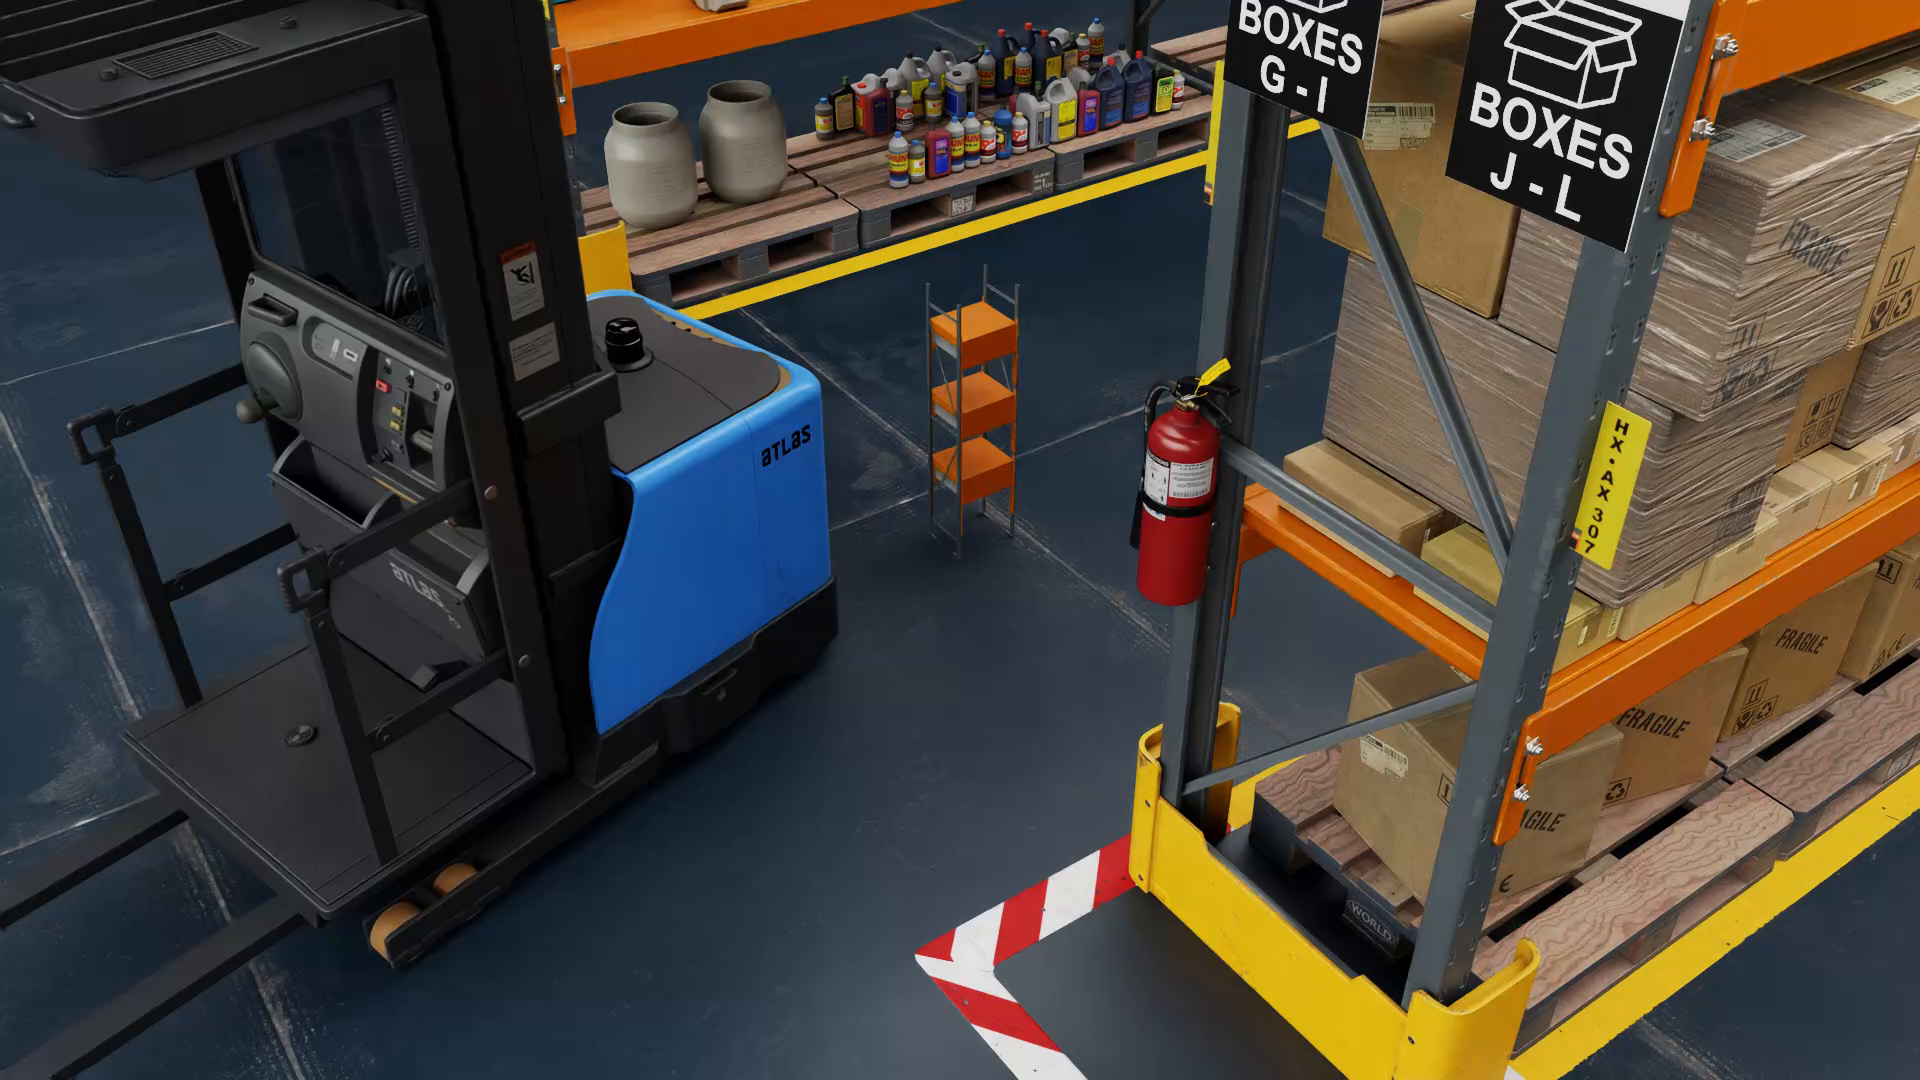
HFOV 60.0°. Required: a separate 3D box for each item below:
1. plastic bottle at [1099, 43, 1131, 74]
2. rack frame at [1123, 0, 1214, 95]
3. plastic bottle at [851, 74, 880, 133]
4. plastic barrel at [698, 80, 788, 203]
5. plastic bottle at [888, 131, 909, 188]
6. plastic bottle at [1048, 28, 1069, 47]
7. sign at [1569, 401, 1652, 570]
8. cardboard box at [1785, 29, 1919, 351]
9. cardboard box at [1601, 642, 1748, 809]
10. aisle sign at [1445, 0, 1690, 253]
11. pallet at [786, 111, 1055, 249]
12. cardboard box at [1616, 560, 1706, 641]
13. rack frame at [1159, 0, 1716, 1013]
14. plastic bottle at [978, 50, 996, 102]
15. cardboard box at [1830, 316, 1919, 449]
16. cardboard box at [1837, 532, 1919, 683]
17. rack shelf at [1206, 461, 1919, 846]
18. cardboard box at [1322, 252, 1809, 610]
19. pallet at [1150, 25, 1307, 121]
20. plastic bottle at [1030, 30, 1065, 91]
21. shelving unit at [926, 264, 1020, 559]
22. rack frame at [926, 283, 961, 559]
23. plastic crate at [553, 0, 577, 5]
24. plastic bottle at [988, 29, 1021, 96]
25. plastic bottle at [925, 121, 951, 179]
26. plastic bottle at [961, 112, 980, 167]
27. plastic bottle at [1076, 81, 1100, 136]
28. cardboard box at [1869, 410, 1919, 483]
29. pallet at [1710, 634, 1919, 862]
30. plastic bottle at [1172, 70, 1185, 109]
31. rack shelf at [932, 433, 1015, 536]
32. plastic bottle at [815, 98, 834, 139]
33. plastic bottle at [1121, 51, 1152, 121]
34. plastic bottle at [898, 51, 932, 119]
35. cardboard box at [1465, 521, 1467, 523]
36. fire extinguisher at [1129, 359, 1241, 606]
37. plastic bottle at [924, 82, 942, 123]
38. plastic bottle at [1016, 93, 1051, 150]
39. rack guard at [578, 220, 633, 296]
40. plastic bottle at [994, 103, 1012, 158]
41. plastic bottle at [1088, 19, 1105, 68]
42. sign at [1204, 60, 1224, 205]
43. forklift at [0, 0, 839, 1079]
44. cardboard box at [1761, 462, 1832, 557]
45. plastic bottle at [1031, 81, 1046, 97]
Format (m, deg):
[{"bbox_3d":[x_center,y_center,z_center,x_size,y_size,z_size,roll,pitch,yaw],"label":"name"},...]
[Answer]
[{"bbox_3d":[0.858,-2.533,9.095,0.185,0.351,0.144,-22,41,-28],"label":"plastic bottle"},{"bbox_3d":[1.301,-3.715,8.847,0.127,3.000,1.000,-22,41,-28],"label":"rack frame"},{"bbox_3d":[-0.498,-2.342,8.893,0.135,0.276,0.152,-22,41,-28],"label":"plastic bottle"},{"bbox_3d":[-1.064,-1.957,8.173,0.421,0.512,0.421,0,36,0],"label":"plastic barrel"},{"bbox_3d":[-0.307,-1.902,8.286,0.097,0.271,0.097,0,36,0],"label":"plastic bottle"},{"bbox_3d":[0.540,-2.769,9.486,0.135,0.276,0.152,-21,41,-26],"label":"plastic bottle"},{"bbox_3d":[1.198,-0.099,3.077,0.005,0.325,0.100,-22,41,-28],"label":"sign"},{"bbox_3d":[1.904,-0.793,3.587,0.500,0.500,0.500,-22,41,-28],"label":"cardboard box"},{"bbox_3d":[1.874,0.419,4.880,0.500,0.500,0.500,-12,37,-16],"label":"cardboard box"},{"bbox_3d":[1.007,-0.898,2.702,0.004,0.787,0.394,-22,41,-28],"label":"aisle sign"},{"bbox_3d":[-0.270,-1.965,8.801,1.213,0.211,1.003,-22,41,-28],"label":"pallet"},{"bbox_3d":[1.471,0.039,3.842,0.250,0.149,0.380,-22,41,-28],"label":"cardboard box"},{"bbox_3d":[0.885,-0.006,3.690,0.127,3.000,1.000,-22,41,-28],"label":"rack frame"},{"bbox_3d":[0.150,-2.582,9.231,0.097,0.271,0.097,0,36,0],"label":"plastic bottle"},{"bbox_3d":[2.124,-0.712,4.331,0.500,0.500,0.875,-22,41,-28],"label":"cardboard box"},{"bbox_3d":[2.879,0.051,5.392,0.500,0.500,0.500,-26,43,-32],"label":"cardboard box"},{"bbox_3d":[2.520,-0.387,4.835,4.000,0.370,1.077,-22,41,-28],"label":"rack shelf"},{"bbox_3d":[1.351,-0.339,3.812,0.500,0.500,0.875,-22,41,-28],"label":"cardboard box"},{"bbox_3d":[1.921,-2.866,10.054,1.213,0.211,1.003,-22,41,-28],"label":"pallet"},{"bbox_3d":[0.486,-2.676,9.294,0.185,0.351,0.144,-22,41,-28],"label":"plastic bottle"},{"bbox_3d":[0.044,-0.444,5.968,0.252,1.050,0.215,-22,41,-28],"label":"shelving unit"},{"bbox_3d":[-0.056,-0.403,5.911,0.008,1.050,0.200,-22,41,-28],"label":"rack frame"},{"bbox_3d":[-1.731,-2.621,7.452,0.616,0.251,0.499,-22,41,-28],"label":"plastic crate"},{"bbox_3d":[0.248,-2.682,9.302,0.185,0.351,0.144,-24,42,-30],"label":"plastic bottle"},{"bbox_3d":[-0.111,-1.974,8.376,0.133,0.283,0.061,-22,41,-27],"label":"plastic bottle"},{"bbox_3d":[0.055,-2.051,8.493,0.097,0.271,0.097,0,36,0],"label":"plastic bottle"},{"bbox_3d":[0.675,-2.298,8.826,0.133,0.283,0.061,-20,40,-25],"label":"plastic bottle"},{"bbox_3d":[2.273,-0.310,4.327,0.250,0.149,0.380,-22,41,-28],"label":"cardboard box"},{"bbox_3d":[2.628,0.436,5.463,1.213,0.211,1.003,-22,41,-28],"label":"pallet"},{"bbox_3d":[1.184,-2.487,9.159,0.097,0.201,0.097,0,36,0],"label":"plastic bottle"},{"bbox_3d":[0.044,-0.210,6.137,0.240,0.259,0.215,-22,41,-28],"label":"rack shelf"},{"bbox_3d":[-0.719,-2.240,8.815,0.097,0.201,0.097,0,36,0],"label":"plastic bottle"},{"bbox_3d":[0.941,-2.464,9.000,0.185,0.351,0.144,-24,42,-29],"label":"plastic bottle"},{"bbox_3d":[-0.251,-2.476,9.016,0.185,0.351,0.144,-21,41,-26],"label":"plastic bottle"},{"bbox_3d":[1.204,-0.182,4.150,0.250,0.149,0.380,-22,41,-28],"label":"cardboard box"},{"bbox_3d":[0.526,-0.156,3.964,0.183,0.674,0.296,-22,41,-28],"label":"fire extinguisher"},{"bbox_3d":[-0.146,-2.373,9.000,0.097,0.201,0.097,0,36,0],"label":"plastic bottle"},{"bbox_3d":[0.385,-2.208,8.707,0.135,0.276,0.152,-22,41,-27],"label":"plastic bottle"},{"bbox_3d":[-1.933,-1.403,7.773,0.348,0.500,1.175,-22,41,-28],"label":"rack guard"},{"bbox_3d":[0.221,-2.119,8.587,0.097,0.271,0.097,0,36,0],"label":"plastic bottle"},{"bbox_3d":[0.788,-2.888,9.657,0.097,0.271,0.097,0,36,0],"label":"plastic bottle"},{"bbox_3d":[0.582,-0.876,3.637,0.005,0.325,0.100,-22,41,-28],"label":"sign"},{"bbox_3d":[-1.745,-0.349,4.225,1.130,2.935,3.031,26,43,31],"label":"forklift"},{"bbox_3d":[1.876,-0.132,4.080,0.250,0.149,0.380,-22,41,-28],"label":"cardboard box"},{"bbox_3d":[0.440,-2.304,8.834,0.133,0.283,0.061,-22,41,-28],"label":"plastic bottle"}]
